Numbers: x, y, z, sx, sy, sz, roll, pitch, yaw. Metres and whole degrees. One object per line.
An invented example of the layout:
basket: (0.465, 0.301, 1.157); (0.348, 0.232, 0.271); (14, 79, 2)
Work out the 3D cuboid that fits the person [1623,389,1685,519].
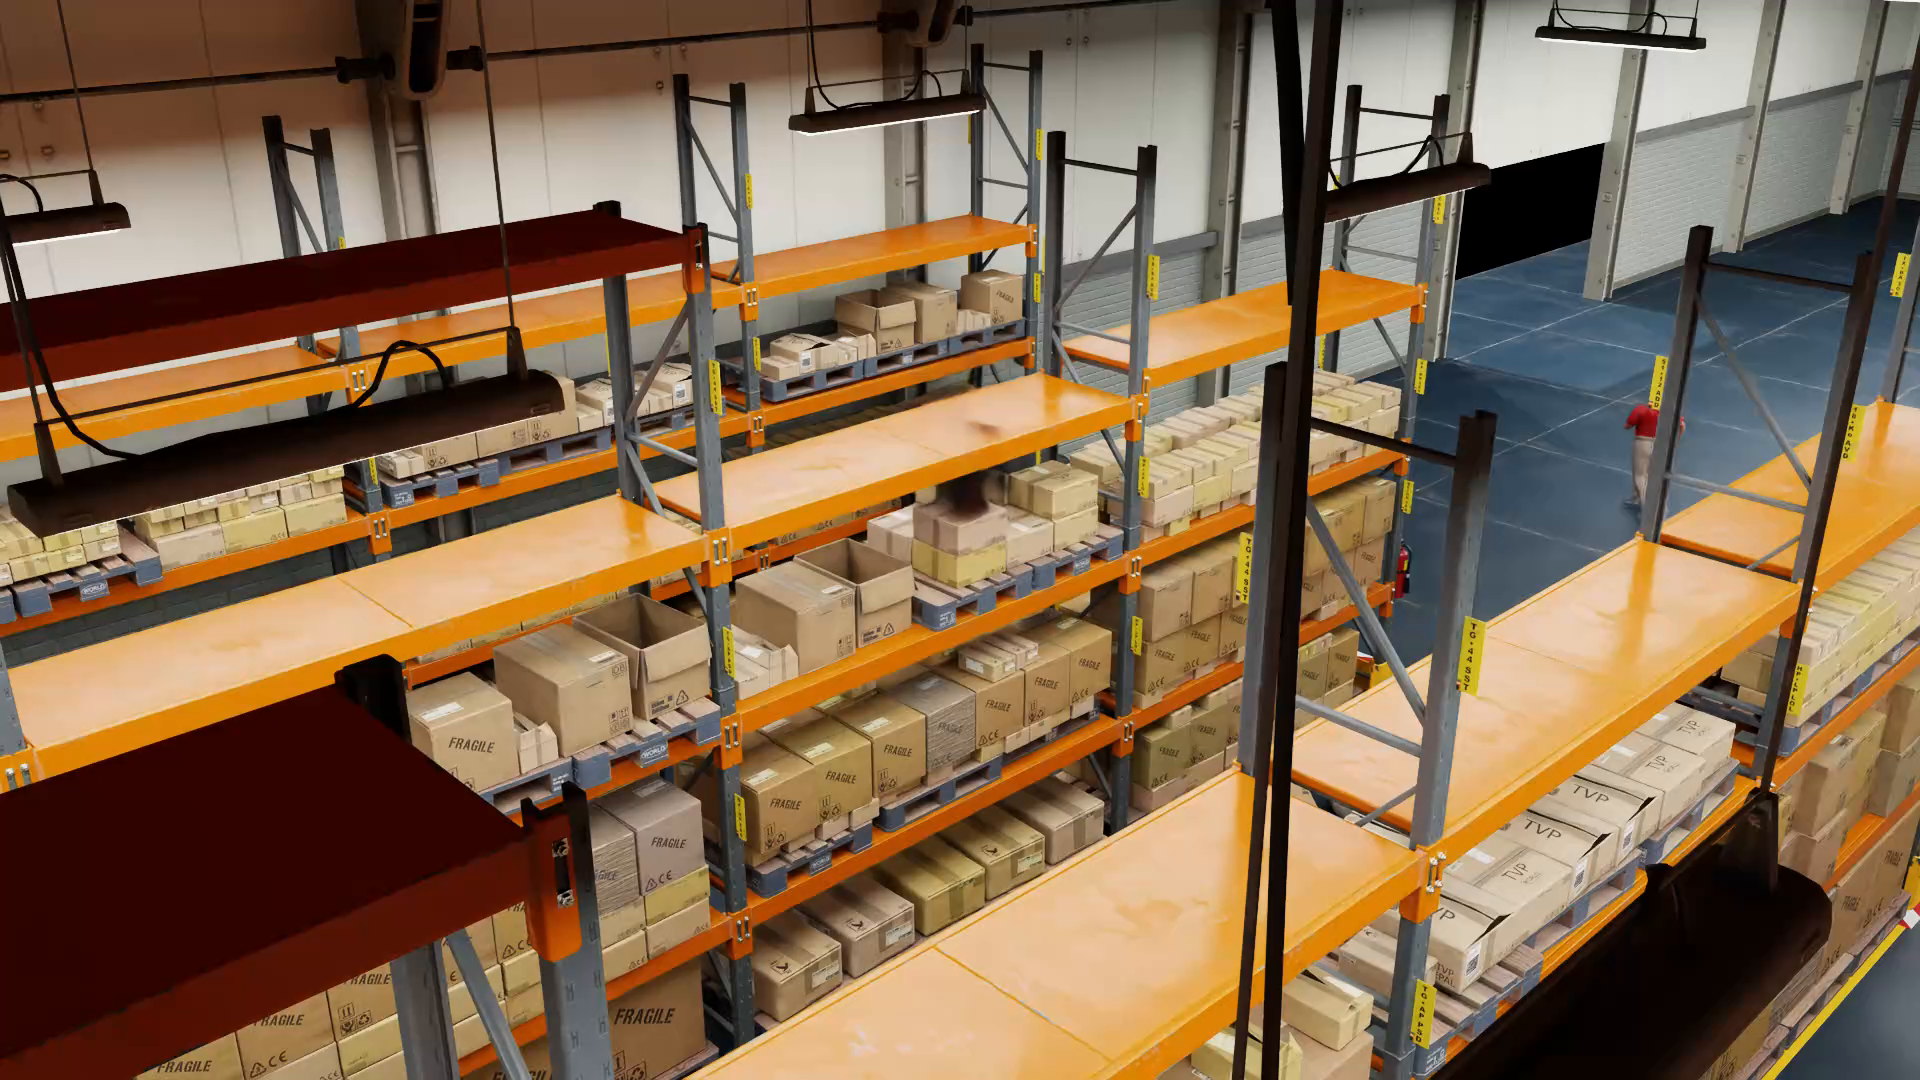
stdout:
person: (8.812, -1.137, 21.290); (0.652, 1.742, 0.969); (-1, 22, -1)
